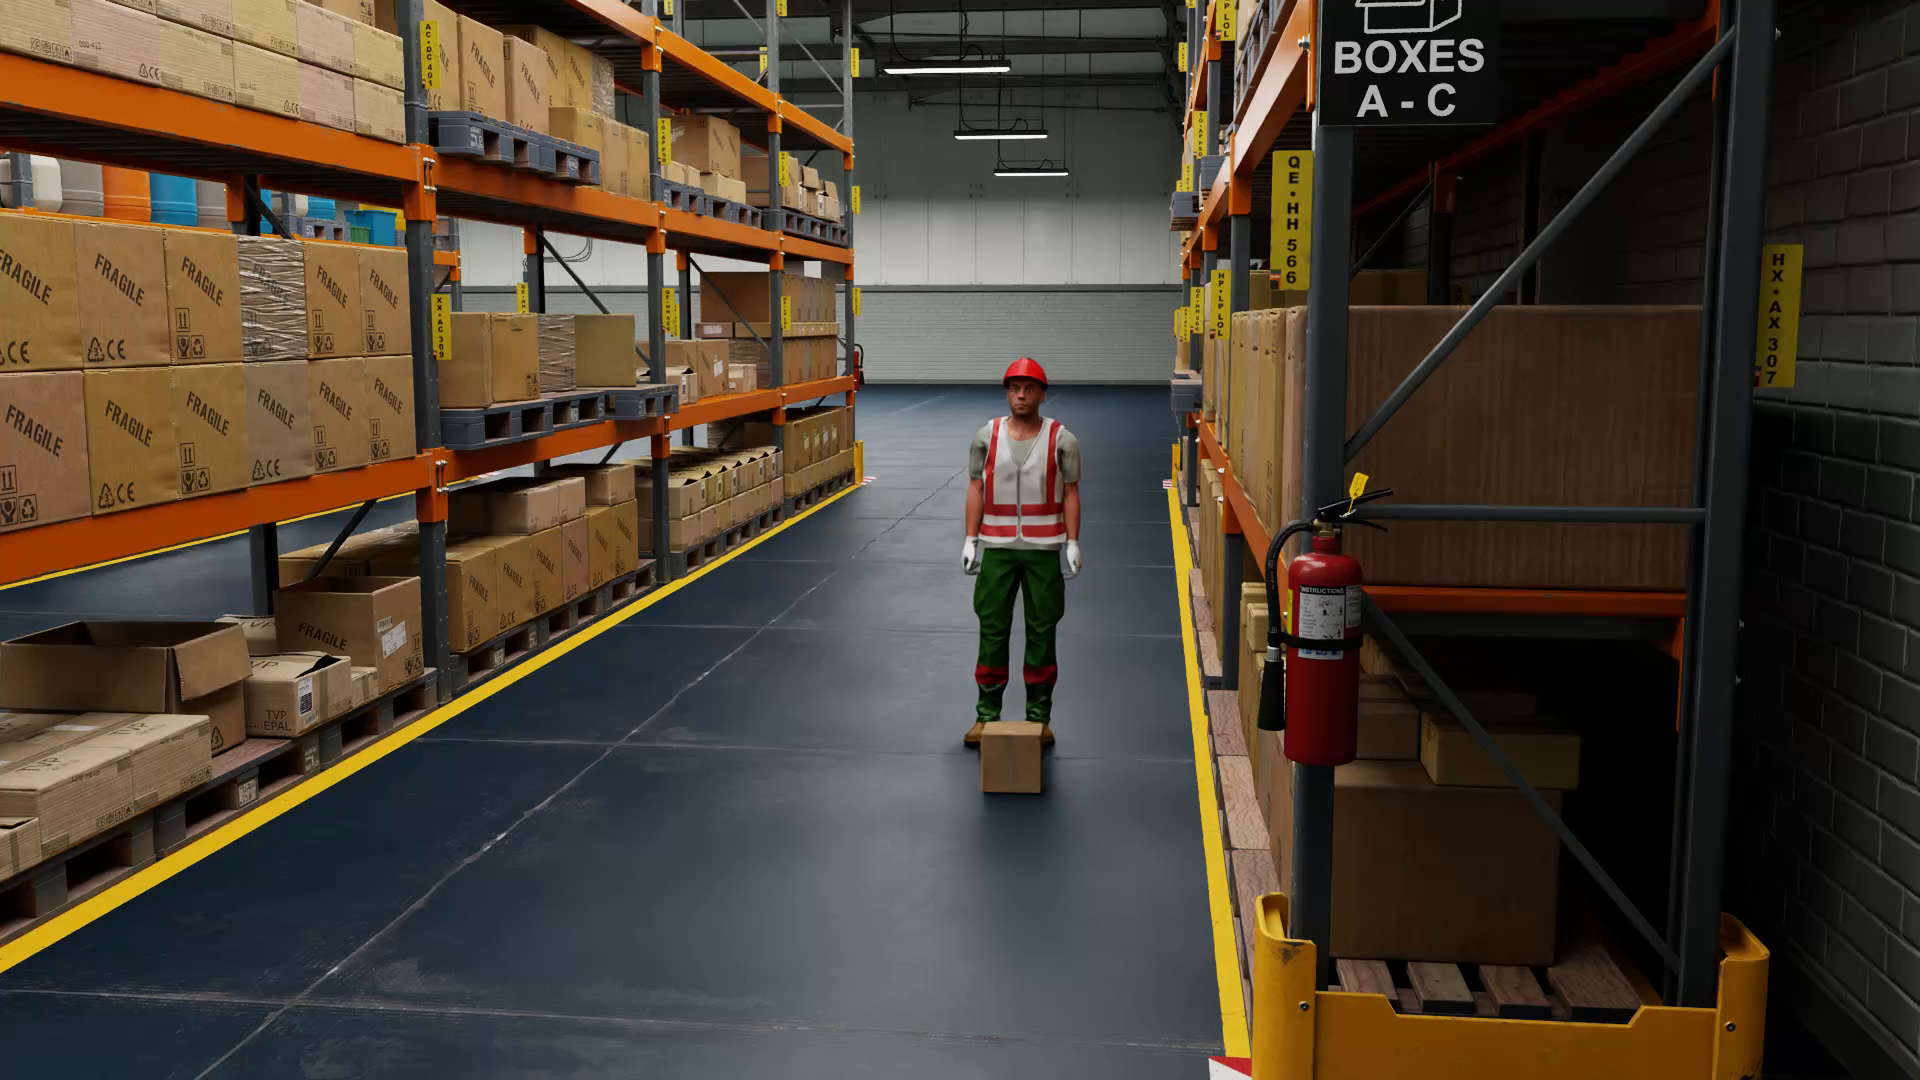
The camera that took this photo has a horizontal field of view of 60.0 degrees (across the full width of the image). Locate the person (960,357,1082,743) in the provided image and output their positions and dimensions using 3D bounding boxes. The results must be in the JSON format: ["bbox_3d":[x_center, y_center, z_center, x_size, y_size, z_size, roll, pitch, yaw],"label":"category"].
[{"bbox_3d":[0.283,0.053,7.758,0.572,1.798,0.401,1,8,7],"label":"person"}]
